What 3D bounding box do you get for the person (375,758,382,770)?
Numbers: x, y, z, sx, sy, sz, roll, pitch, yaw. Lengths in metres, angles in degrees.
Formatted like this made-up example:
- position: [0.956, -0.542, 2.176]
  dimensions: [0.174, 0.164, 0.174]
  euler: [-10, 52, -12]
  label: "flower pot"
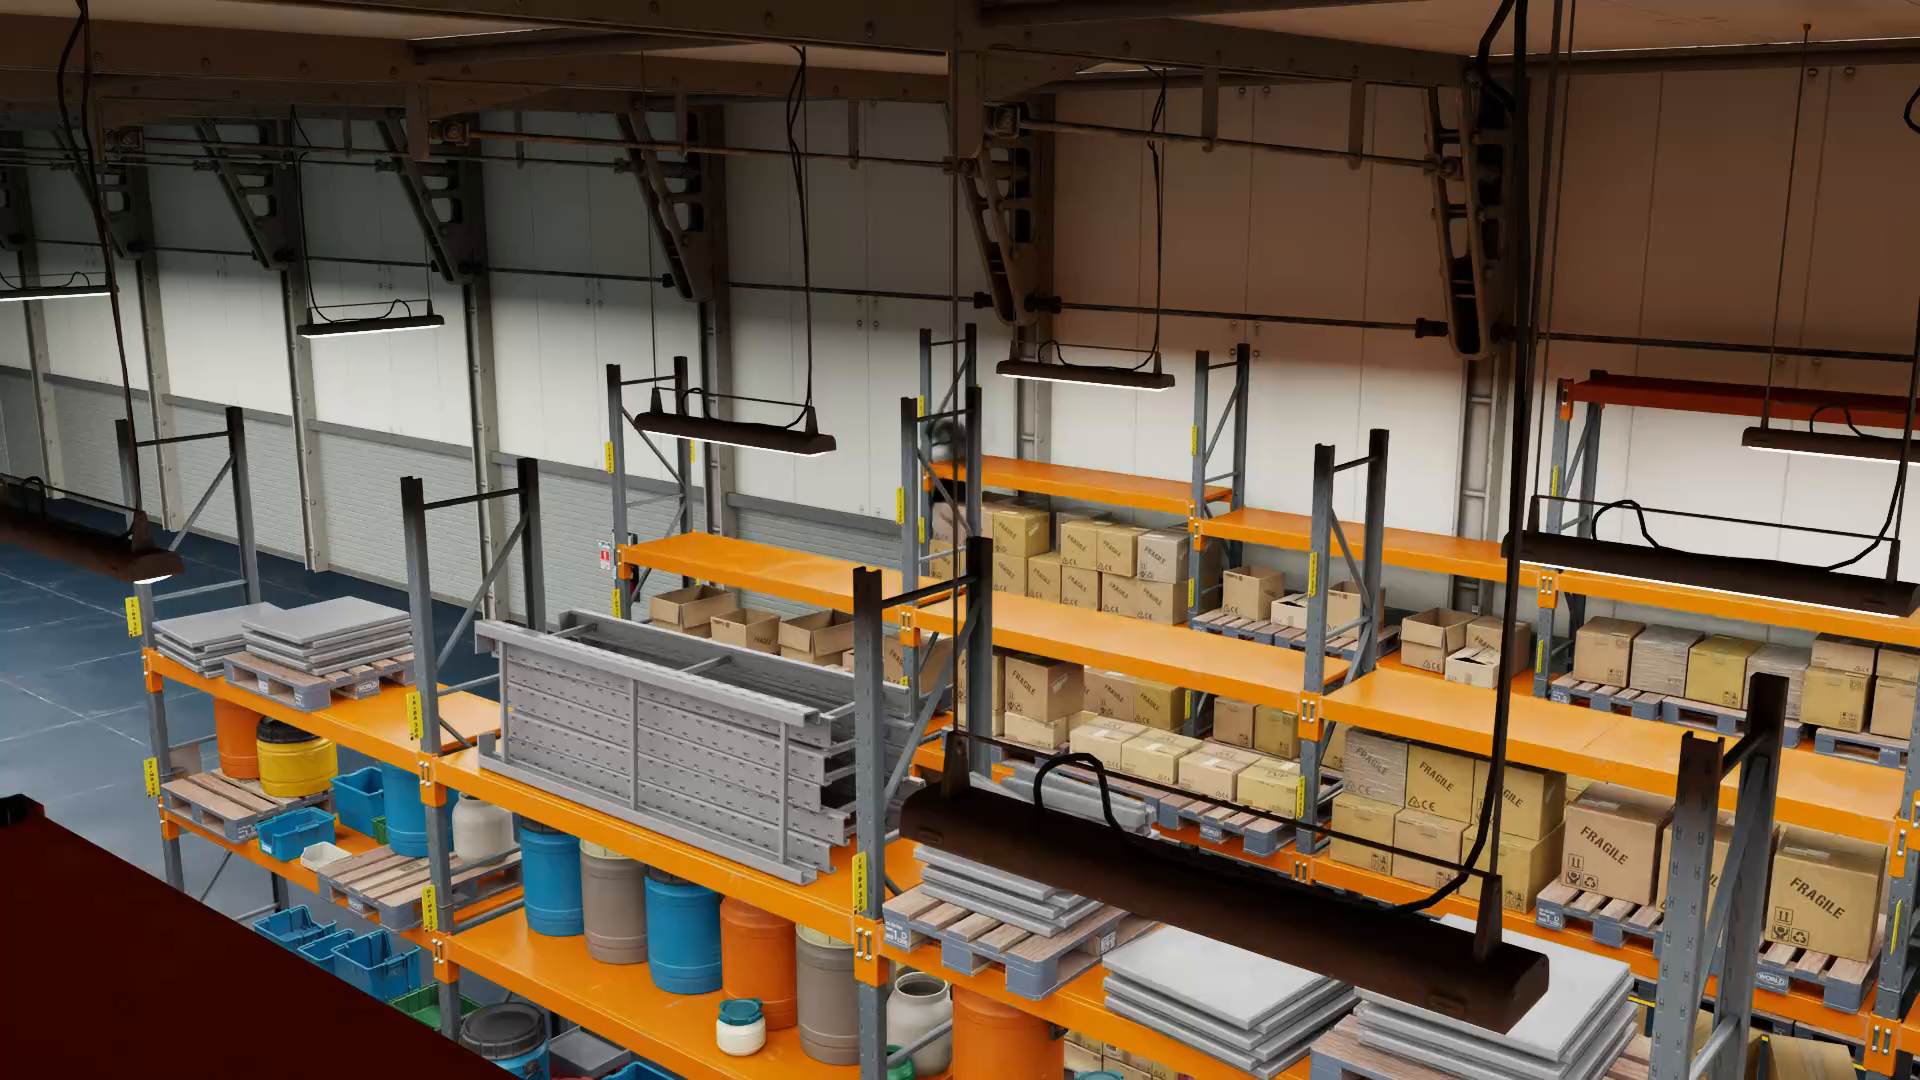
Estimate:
- position: [-6.299, 3.085, 18.578]
  dimensions: [0.993, 1.799, 0.712]
  euler: [-4, 13, -19]
  label: "person"
